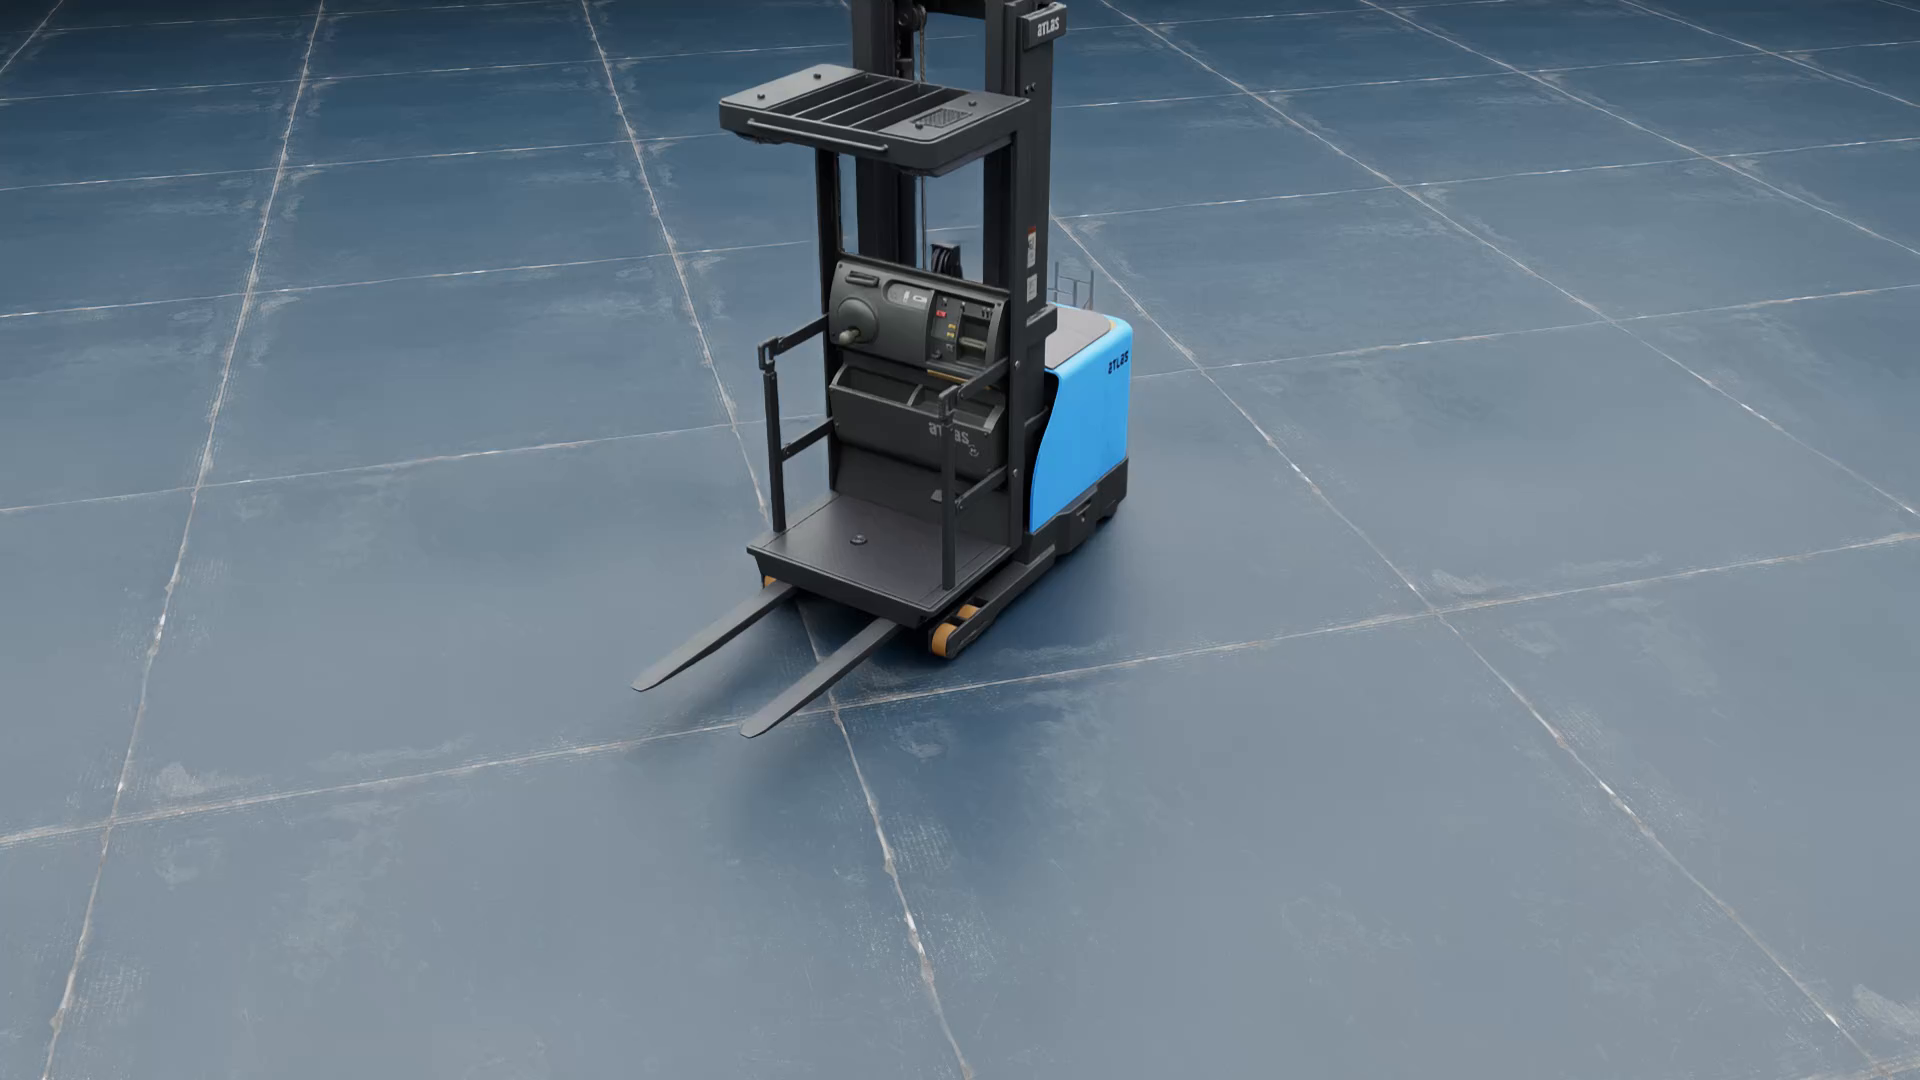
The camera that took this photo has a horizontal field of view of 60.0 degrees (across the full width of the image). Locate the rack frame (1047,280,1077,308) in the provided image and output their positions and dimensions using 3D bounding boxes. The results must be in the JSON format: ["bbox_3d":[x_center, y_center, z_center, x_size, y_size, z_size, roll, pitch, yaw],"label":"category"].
[{"bbox_3d":[0.513,-0.871,9.057,0.240,1.200,0.006,18,35,28],"label":"rack frame"}]

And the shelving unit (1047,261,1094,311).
[{"bbox_3d":[0.563,-0.909,9.123,0.258,1.200,0.189,18,35,28],"label":"shelving unit"}]

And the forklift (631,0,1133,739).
[{"bbox_3d":[-0.322,-0.982,7.520,1.130,2.935,3.031,18,35,28],"label":"forklift"}]

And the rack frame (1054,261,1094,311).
[{"bbox_3d":[0.613,-0.948,9.190,0.240,1.200,0.006,18,35,28],"label":"rack frame"}]
